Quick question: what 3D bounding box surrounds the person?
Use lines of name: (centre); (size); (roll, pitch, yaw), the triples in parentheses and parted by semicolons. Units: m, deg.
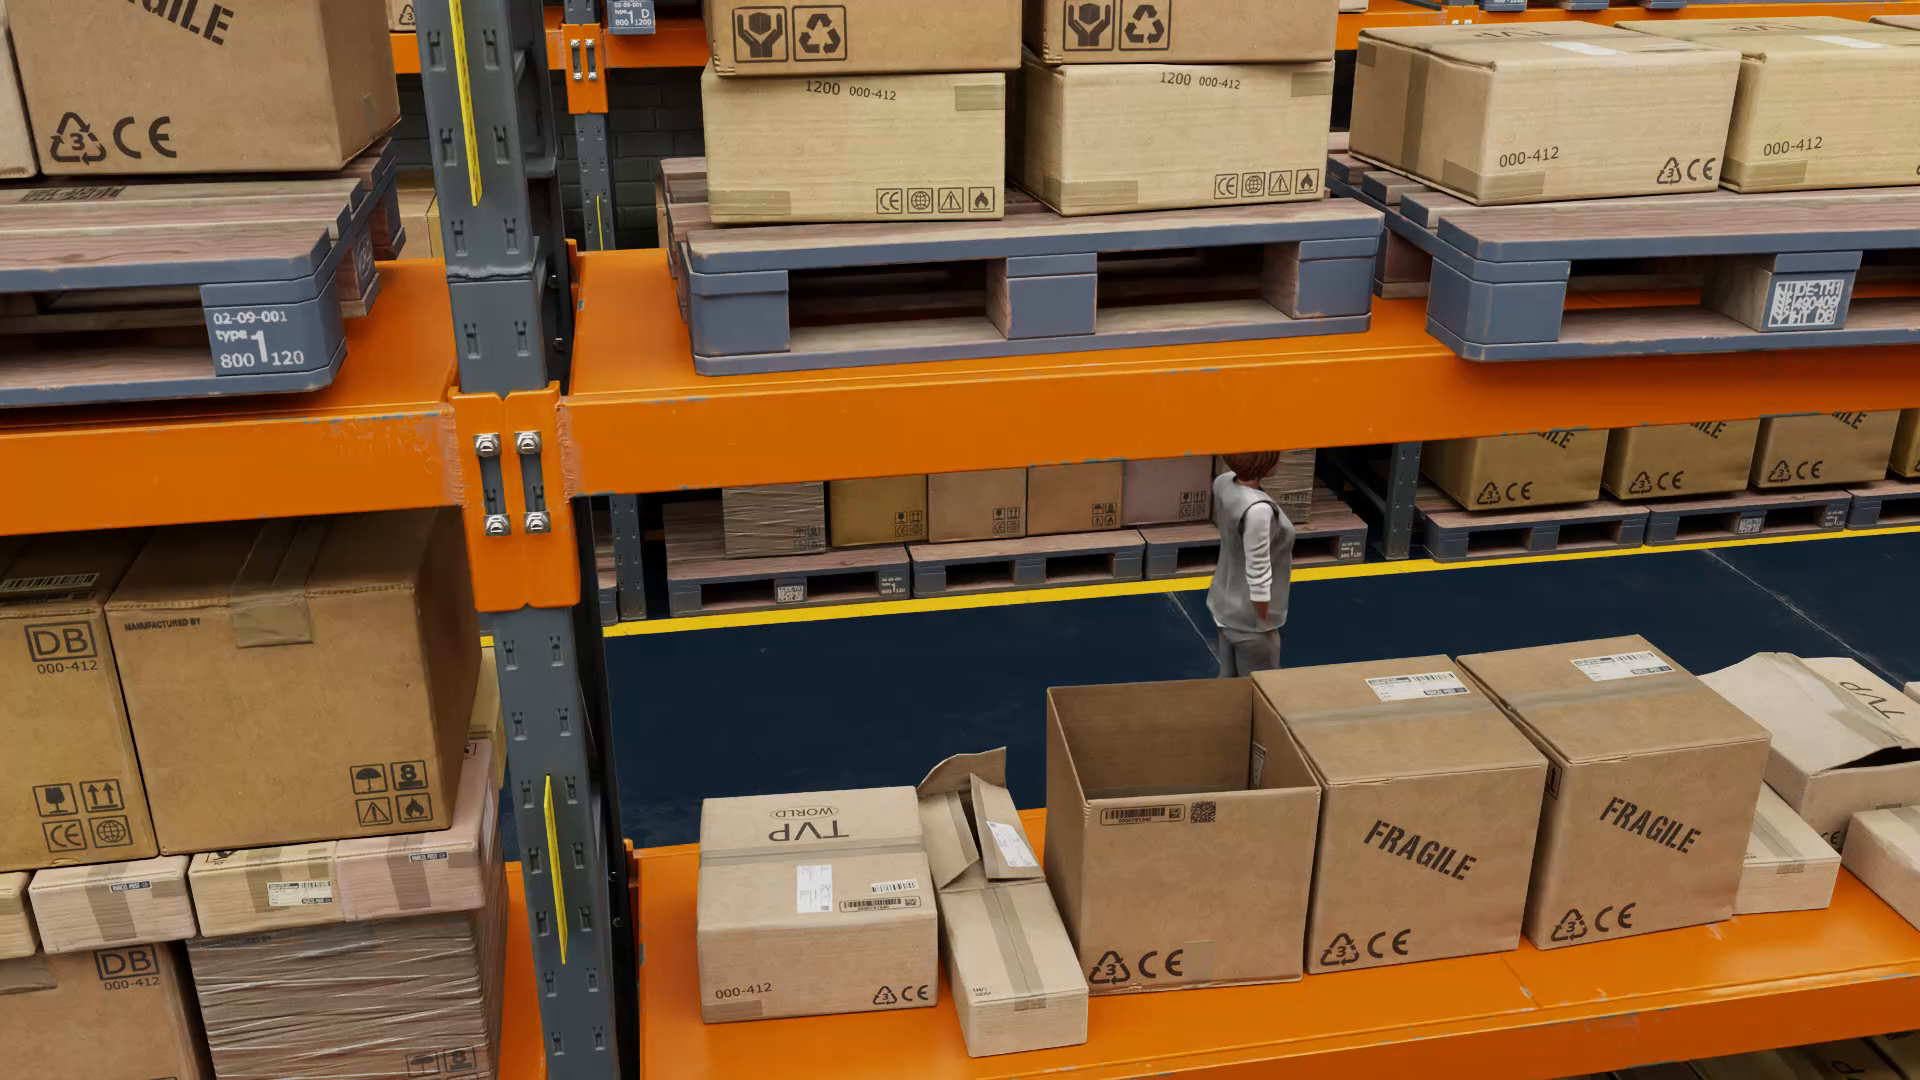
person: (1.192, 0.572, 6.601); (0.780, 0.963, 0.453); (-4, 24, -10)
